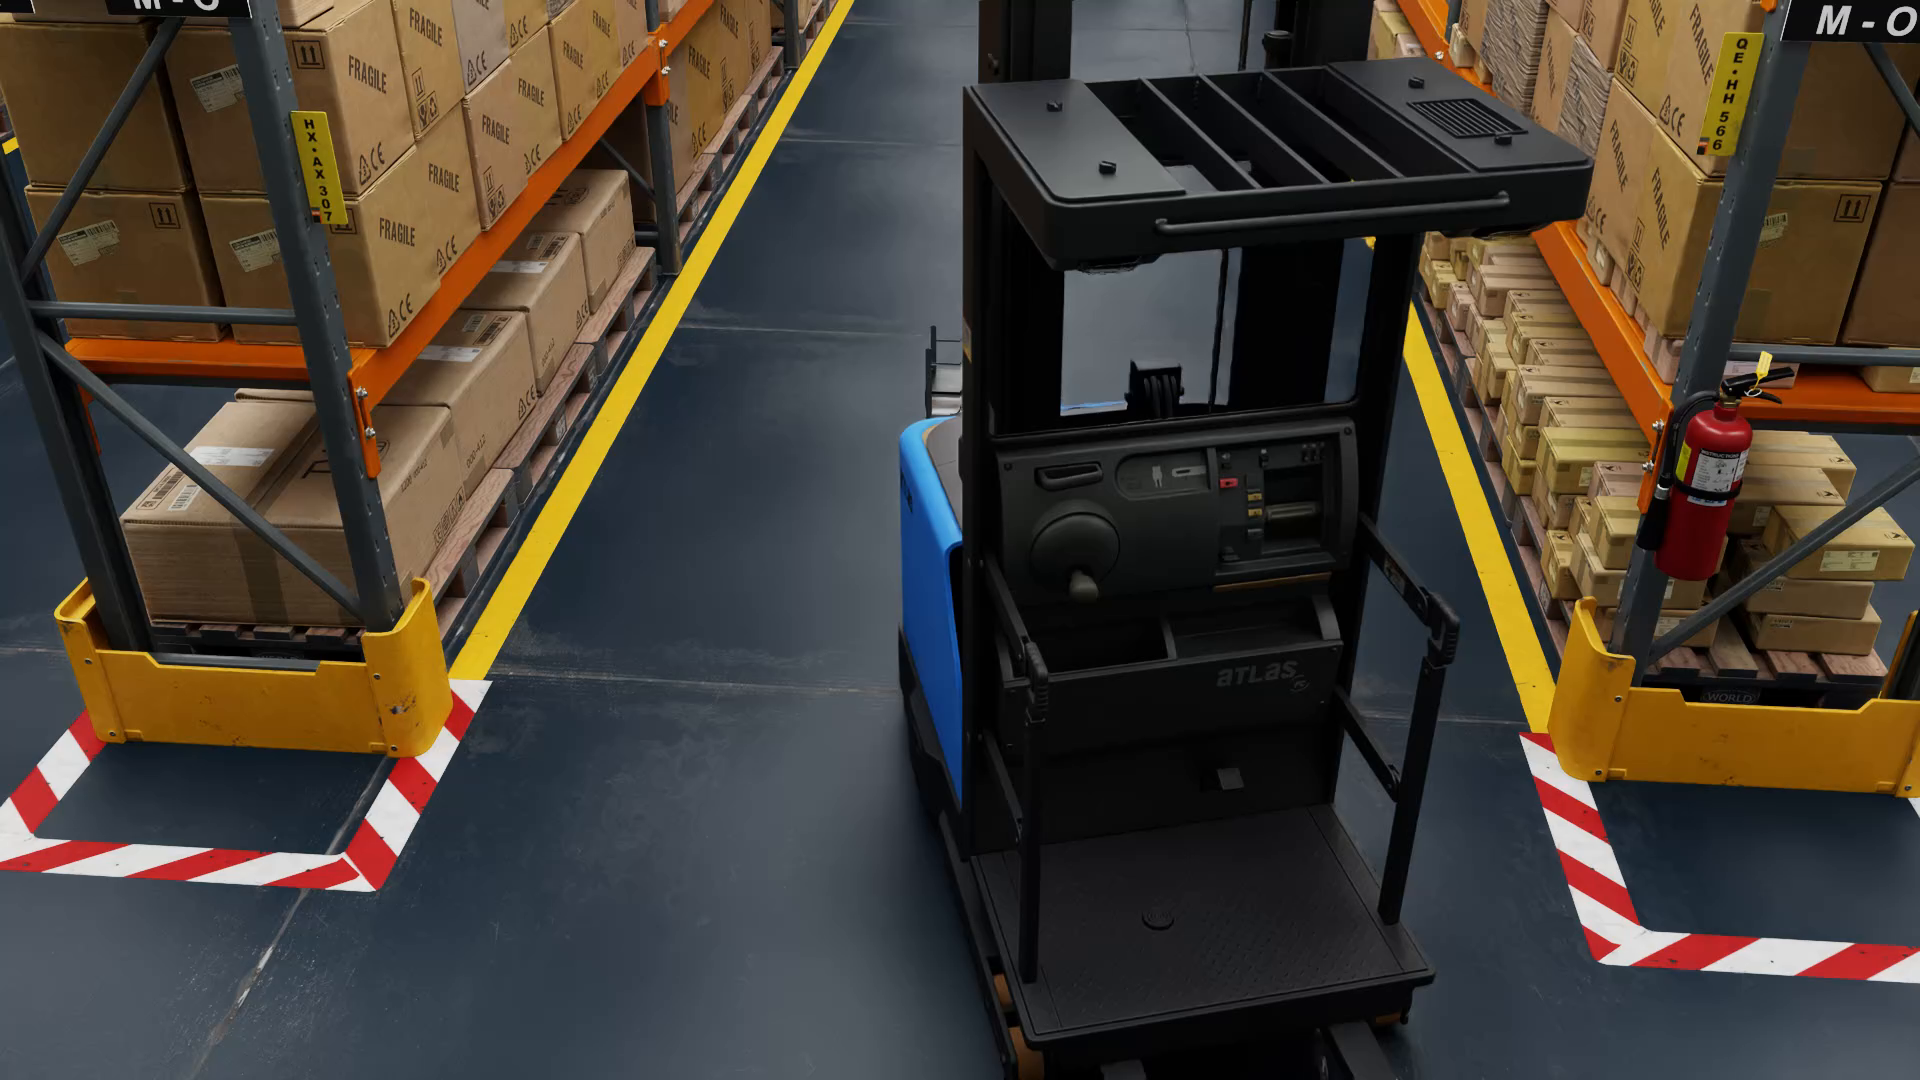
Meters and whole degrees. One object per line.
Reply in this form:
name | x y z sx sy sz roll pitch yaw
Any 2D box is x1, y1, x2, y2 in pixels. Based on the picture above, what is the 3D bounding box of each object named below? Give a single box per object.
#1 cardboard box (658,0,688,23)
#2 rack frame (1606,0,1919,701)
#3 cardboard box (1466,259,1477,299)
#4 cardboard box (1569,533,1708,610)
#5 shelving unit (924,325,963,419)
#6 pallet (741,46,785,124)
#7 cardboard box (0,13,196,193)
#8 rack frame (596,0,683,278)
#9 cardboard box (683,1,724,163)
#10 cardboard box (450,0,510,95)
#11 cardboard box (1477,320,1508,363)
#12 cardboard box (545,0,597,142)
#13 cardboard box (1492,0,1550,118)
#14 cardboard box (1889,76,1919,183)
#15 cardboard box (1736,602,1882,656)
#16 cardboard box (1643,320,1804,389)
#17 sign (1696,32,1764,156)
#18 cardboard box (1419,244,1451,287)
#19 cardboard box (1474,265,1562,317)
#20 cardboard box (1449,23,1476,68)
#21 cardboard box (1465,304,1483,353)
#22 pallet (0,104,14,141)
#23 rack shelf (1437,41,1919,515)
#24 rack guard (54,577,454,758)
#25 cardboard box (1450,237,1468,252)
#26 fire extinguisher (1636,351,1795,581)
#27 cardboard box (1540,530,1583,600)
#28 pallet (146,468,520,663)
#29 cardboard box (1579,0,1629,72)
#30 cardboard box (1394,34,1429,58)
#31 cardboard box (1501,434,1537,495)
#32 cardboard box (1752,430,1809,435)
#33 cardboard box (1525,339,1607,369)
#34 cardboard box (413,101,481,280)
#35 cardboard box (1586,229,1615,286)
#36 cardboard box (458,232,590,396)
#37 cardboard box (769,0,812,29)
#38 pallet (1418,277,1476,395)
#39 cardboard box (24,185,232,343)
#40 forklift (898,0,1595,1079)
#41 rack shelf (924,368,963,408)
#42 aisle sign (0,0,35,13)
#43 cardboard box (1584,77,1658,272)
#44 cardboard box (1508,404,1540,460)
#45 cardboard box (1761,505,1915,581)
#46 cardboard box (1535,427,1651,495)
cardboard box | -1.734 -2.918 8.769 0.500 0.250 0.500 2 32 3
rack frame | 2.584 -0.513 4.723 1.000 3.000 0.127 2 32 4
cardboard box | 2.646 -1.255 7.961 0.380 0.149 0.250 2 32 4
cardboard box | 2.342 0.107 5.750 0.380 0.149 0.250 2 32 3
shelving unit | -0.001 -0.379 6.507 0.258 0.900 0.210 2 32 4
pallet | -1.846 -3.258 11.836 1.003 0.211 1.213 2 32 4
cardboard box | -2.556 -1.402 5.117 0.500 0.500 0.500 3 32 6
rack frame | -2.033 -2.763 8.374 1.000 3.000 0.127 2 32 4
cardboard box | -1.996 -2.837 10.120 0.875 0.875 0.875 3 32 5
cardboard box | -1.966 -1.918 5.955 0.500 0.500 0.500 2 32 4
cardboard box | 2.491 -0.842 7.291 0.380 0.149 0.250 2 32 4
cardboard box | -1.878 -2.019 7.072 0.500 0.500 0.500 2 32 3
cardboard box | 2.508 -2.004 6.765 0.500 0.500 0.500 2 32 3
cardboard box | 2.885 -1.331 4.719 0.500 0.500 0.500 2 32 4
cardboard box | 2.945 0.262 5.783 0.380 0.149 0.250 3 32 5
cardboard box | 2.328 -0.588 5.085 0.380 0.149 0.250 2 32 4
sign | 2.032 -1.174 4.392 0.100 0.325 0.005 2 32 4
cardboard box | 2.559 -1.393 8.468 0.380 0.149 0.250 1 32 2
cardboard box | 2.521 -1.109 7.440 0.380 0.149 0.250 3 32 5
cardboard box | 2.560 -2.363 7.965 0.380 0.149 0.250 4 32 6
cardboard box | 2.598 -0.987 7.809 0.380 0.149 0.250 2 32 3
pallet | -6.855 -2.852 11.177 1.003 0.211 1.213 2 32 4
rack shelf | 2.746 -1.252 6.609 1.077 0.370 4.000 2 32 4
rack guard | -2.360 0.405 5.616 1.175 0.500 0.348 2 32 4
cardboard box | 2.593 -1.510 8.091 0.380 0.149 0.250 4 32 6
fire extinguisher | 2.103 -0.209 4.659 0.296 0.674 0.183 2 32 4
cardboard box | 2.339 0.099 6.047 0.380 0.149 0.250 3 32 5
pallet | -2.371 0.094 6.396 1.003 0.211 1.213 2 32 4
cardboard box | 2.448 -1.895 5.634 0.500 0.500 0.500 4 32 6
cardboard box | 2.773 -2.707 9.550 0.500 0.250 0.500 4 32 6
cardboard box | 2.411 -0.301 6.696 0.380 0.149 0.250 1 32 2
cardboard box | 2.953 -0.399 6.289 0.380 0.149 0.250 1 32 2
cardboard box | 2.529 -0.697 6.772 0.380 0.149 0.250 1 32 2
cardboard box | -2.020 -1.218 5.773 0.500 0.500 0.500 2 32 3
cardboard box | 2.389 -0.983 5.725 0.380 0.149 0.250 3 32 5
cardboard box | -2.263 -1.059 7.651 0.875 0.438 0.875 2 32 3
cardboard box | -1.651 -4.210 12.826 0.950 0.372 0.625 0 32 1
pallet | 2.890 -1.065 8.276 1.003 0.211 1.213 2 32 4
cardboard box | -2.583 -0.977 5.382 0.500 0.500 0.500 3 32 4
forklift | 0.600 -0.016 3.983 1.130 2.935 3.031 -6 32 -10
rack shelf | -0.001 -0.580 6.383 0.258 0.077 0.200 2 32 4
aisle sign | -2.673 -1.754 4.259 0.394 0.787 0.004 2 32 4
cardboard box | 2.411 -1.197 5.454 0.500 0.500 0.500 2 32 3
cardboard box | 2.412 -0.436 6.632 0.380 0.149 0.250 3 32 5
cardboard box | 2.965 0.009 5.626 0.380 0.149 0.250 1 32 2
cardboard box | 2.346 -0.289 6.109 0.380 0.149 0.250 2 32 3
